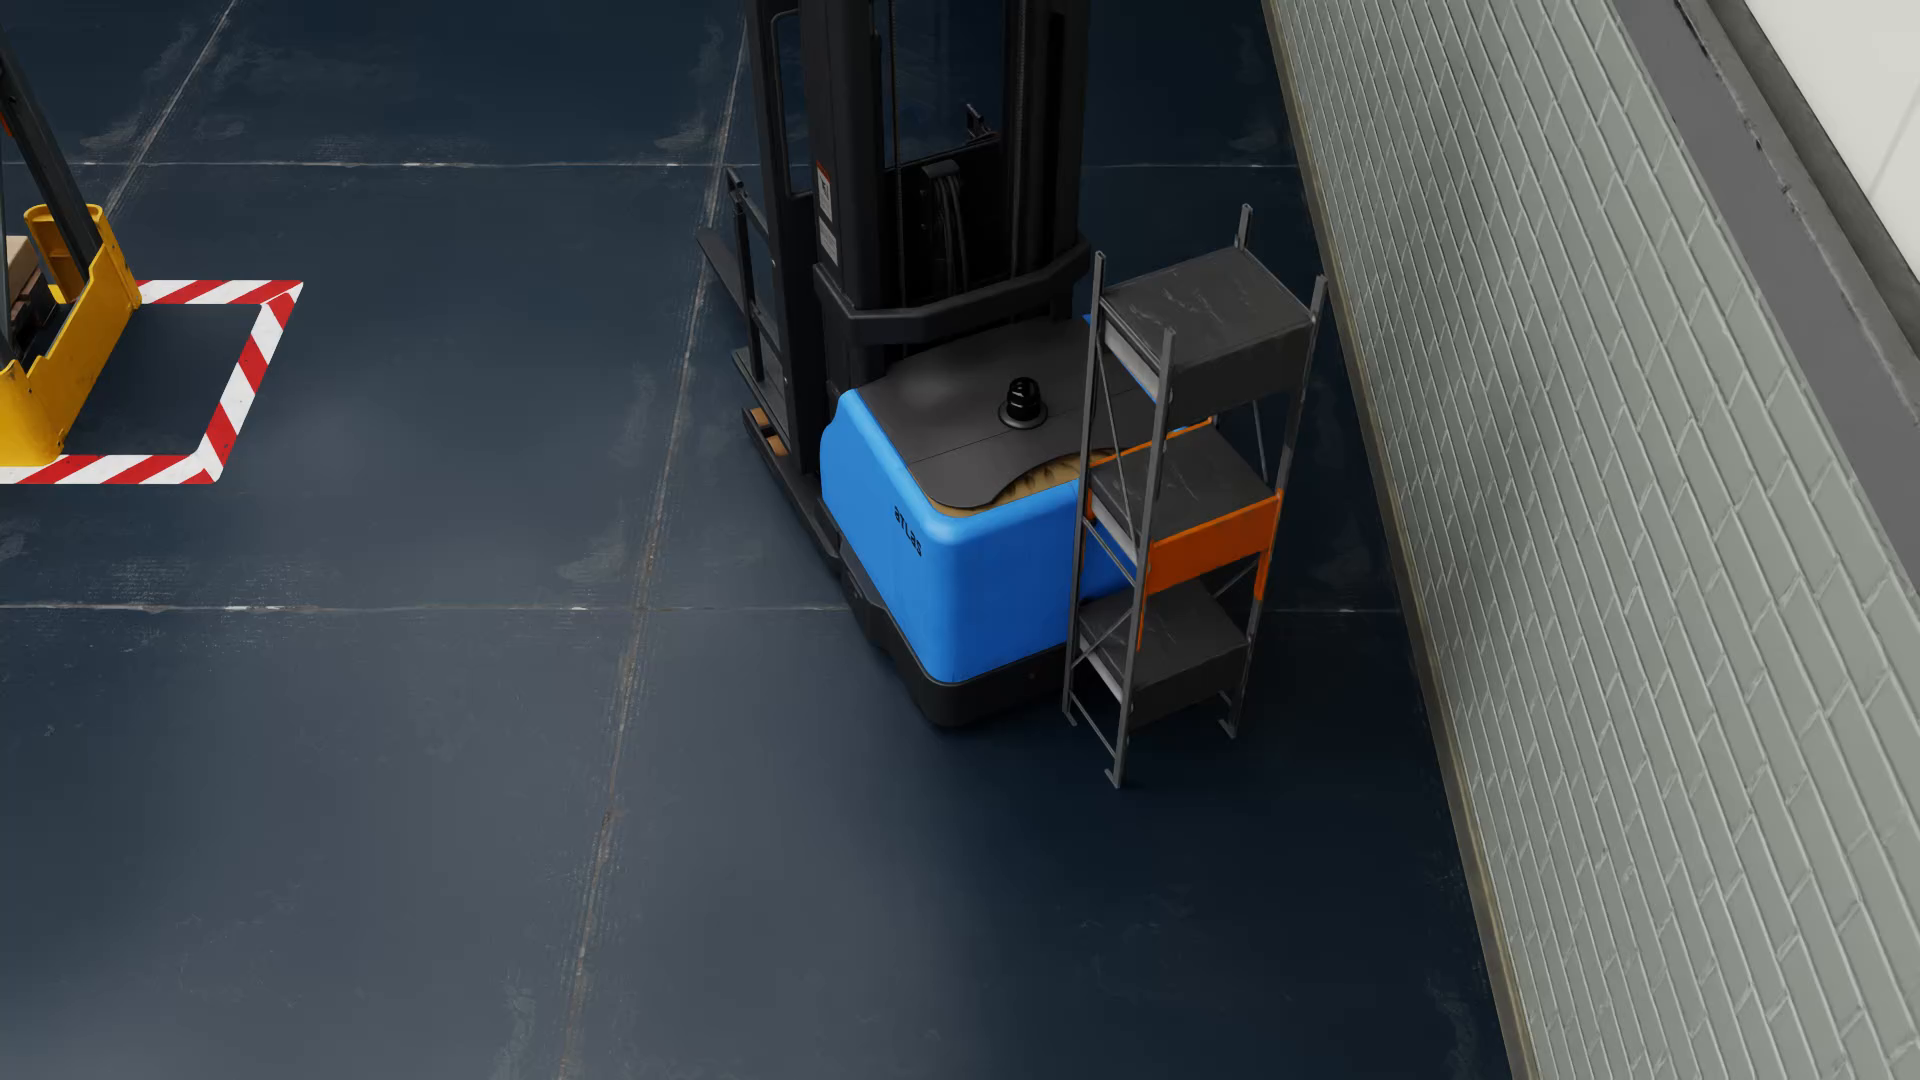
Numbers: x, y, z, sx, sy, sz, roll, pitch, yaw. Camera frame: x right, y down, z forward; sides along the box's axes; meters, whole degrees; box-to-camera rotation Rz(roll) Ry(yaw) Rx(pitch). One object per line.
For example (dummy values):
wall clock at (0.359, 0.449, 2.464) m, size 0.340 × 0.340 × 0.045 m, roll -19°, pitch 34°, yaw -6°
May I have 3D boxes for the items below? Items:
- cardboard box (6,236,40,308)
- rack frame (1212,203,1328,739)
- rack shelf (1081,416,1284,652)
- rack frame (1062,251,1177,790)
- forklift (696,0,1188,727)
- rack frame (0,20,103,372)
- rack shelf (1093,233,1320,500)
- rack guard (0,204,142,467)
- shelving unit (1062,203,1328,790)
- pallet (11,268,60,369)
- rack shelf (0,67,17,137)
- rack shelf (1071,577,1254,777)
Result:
cardboard box at (-4.349, -1.192, 7.458) m, size 0.250 × 0.149 × 0.380 m, roll 0°, pitch 47°, yaw 0°
rack frame at (0.909, -0.121, 5.428) m, size 0.015 × 2.100 × 0.400 m, roll -21°, pitch 50°, yaw -18°
rack shelf at (0.692, -0.030, 5.362) m, size 0.480 × 0.518 × 0.431 m, roll -21°, pitch 50°, yaw -18°
rack frame at (0.475, 0.042, 5.276) m, size 0.015 × 2.100 × 0.400 m, roll -21°, pitch 50°, yaw -18°
forklift at (-0.273, -1.410, 6.060) m, size 1.130 × 2.935 × 3.031 m, roll -20°, pitch 50°, yaw -17°
rack frame at (-3.931, -1.761, 6.340) m, size 0.127 × 3.000 × 1.000 m, roll 0°, pitch 47°, yaw 0°
rack shelf at (0.692, -0.507, 4.850) m, size 0.480 × 0.518 × 0.431 m, roll -21°, pitch 50°, yaw -18°
rack guard at (-4.007, -0.910, 7.255) m, size 0.348 × 0.500 × 1.175 m, roll 0°, pitch 47°, yaw 0°
shelving unit at (0.692, -0.039, 5.352) m, size 0.503 × 2.100 × 0.431 m, roll -21°, pitch 50°, yaw -18°
pallet at (-4.805, -0.812, 7.362) m, size 1.213 × 0.211 × 1.003 m, roll 0°, pitch 47°, yaw 0°
rack shelf at (-5.931, -1.521, 6.608) m, size 4.000 × 0.370 × 1.077 m, roll 0°, pitch 47°, yaw 0°
rack shelf at (0.692, 0.447, 5.875) m, size 0.480 × 0.518 × 0.431 m, roll -21°, pitch 50°, yaw -18°
